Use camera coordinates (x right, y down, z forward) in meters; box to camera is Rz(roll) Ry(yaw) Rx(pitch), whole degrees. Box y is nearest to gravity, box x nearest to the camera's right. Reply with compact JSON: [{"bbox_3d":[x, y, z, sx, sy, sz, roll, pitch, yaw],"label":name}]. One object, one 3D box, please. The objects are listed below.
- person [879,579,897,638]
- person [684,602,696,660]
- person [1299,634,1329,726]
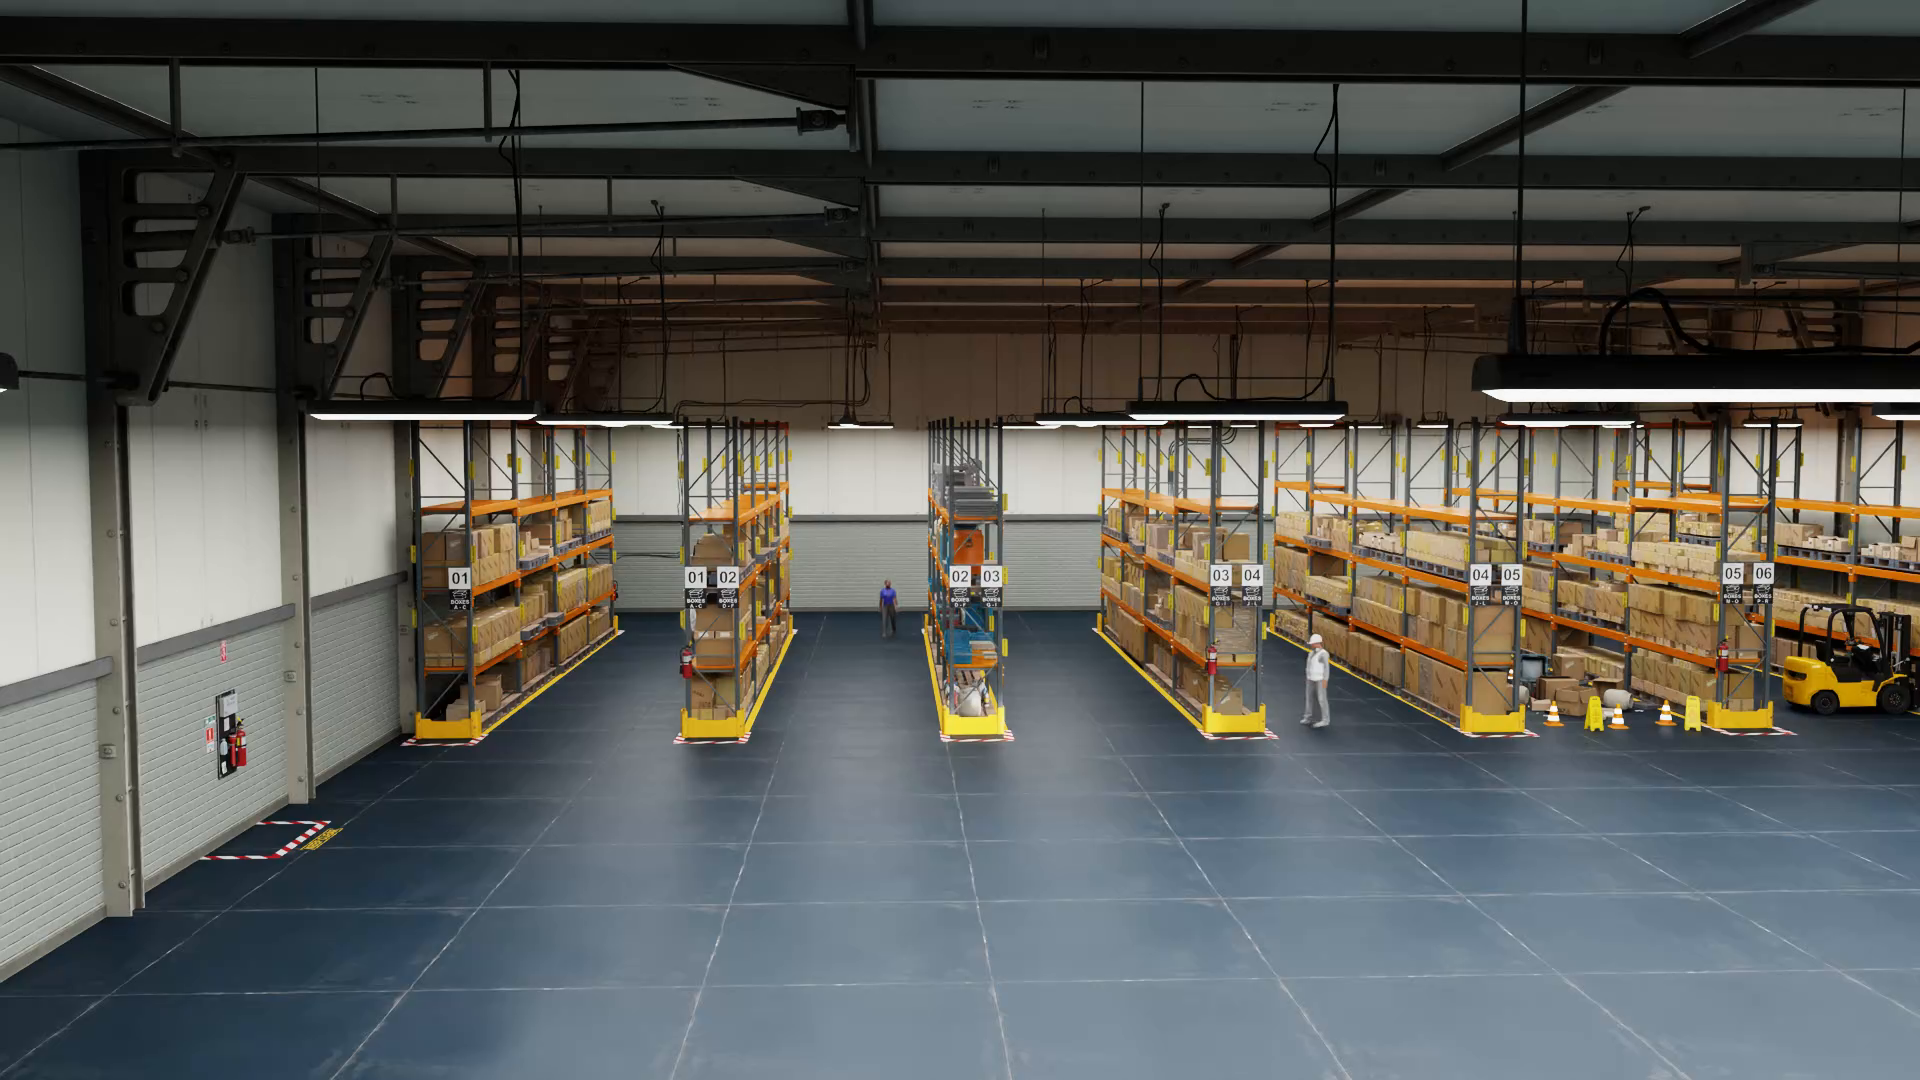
[{"bbox_3d":[-2.000,1.897,46.379,0.535,1.598,1.008,0,4,4],"label":"person"},{"bbox_3d":[-6.523,2.239,40.567,0.430,1.694,0.492,2,4,30],"label":"person"},{"bbox_3d":[6.900,2.719,32.414,0.454,1.770,0.605,-2,4,-32],"label":"person"}]
